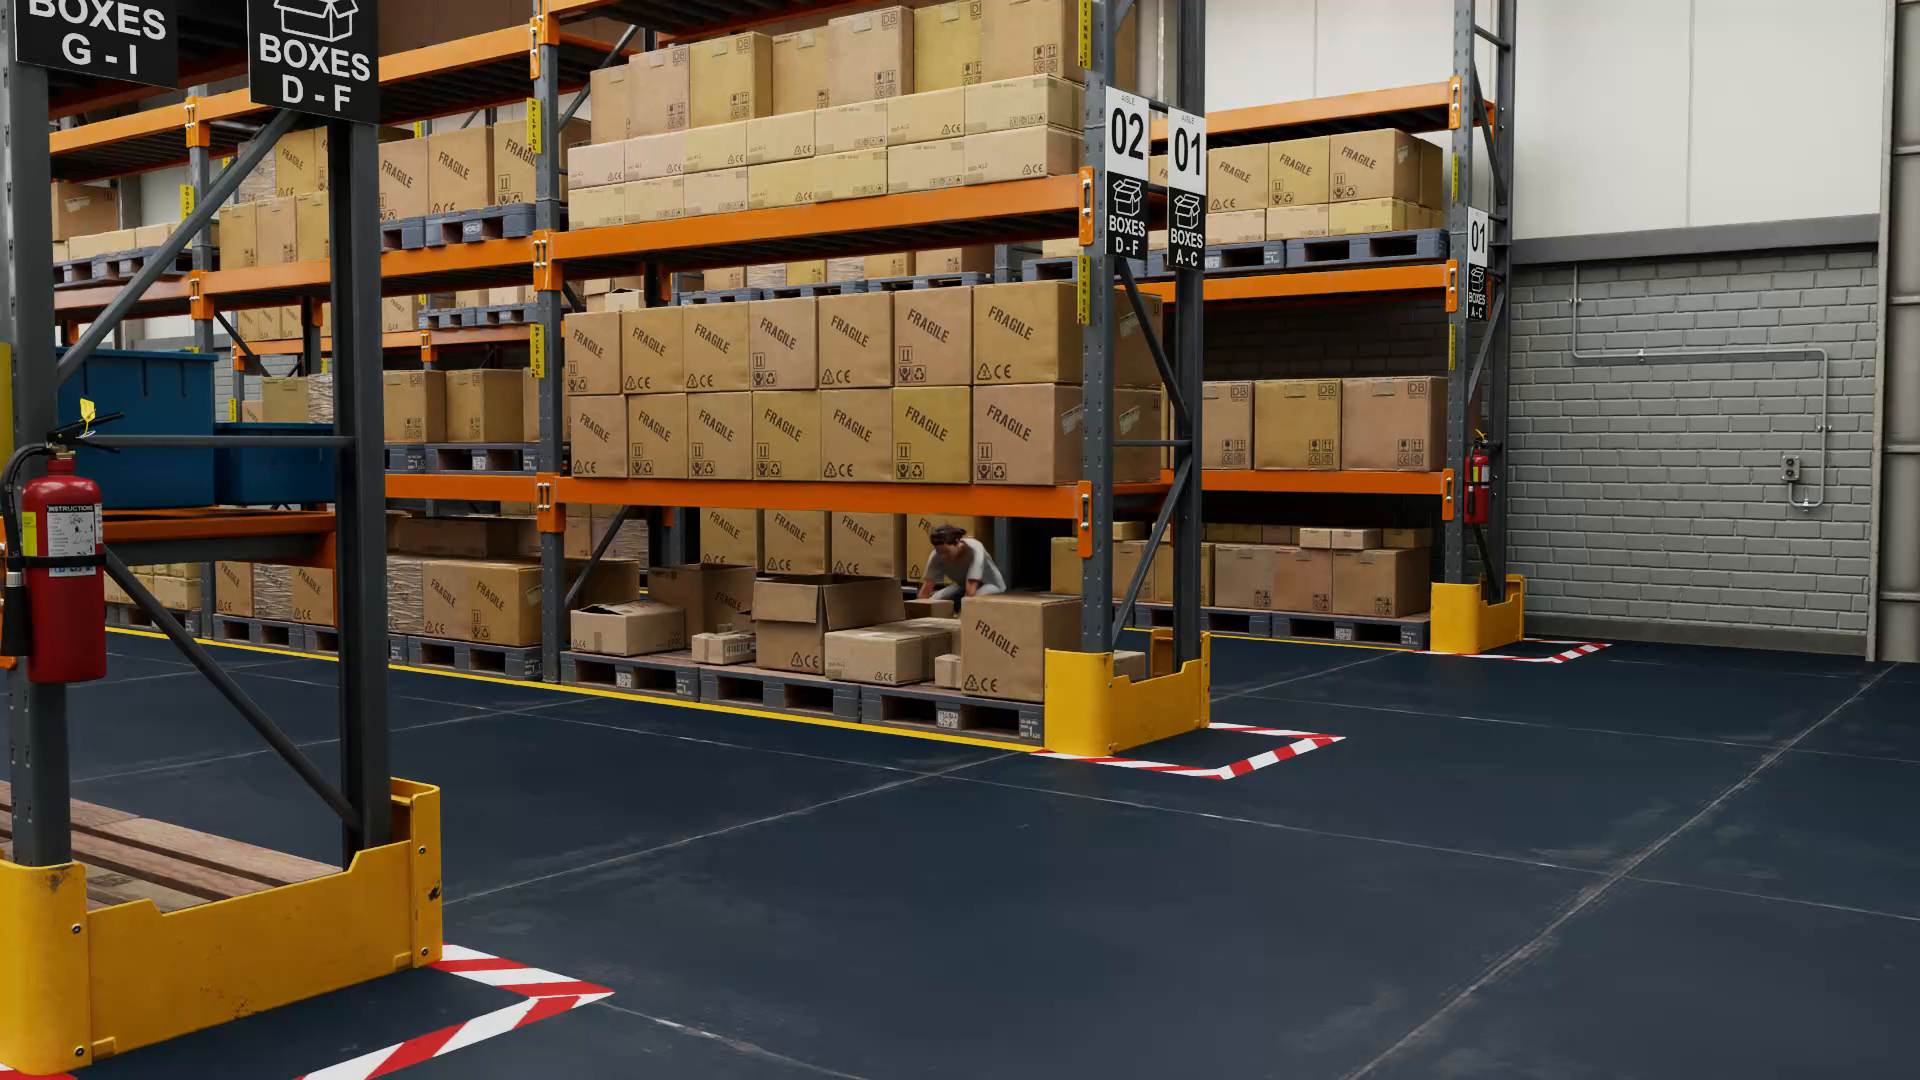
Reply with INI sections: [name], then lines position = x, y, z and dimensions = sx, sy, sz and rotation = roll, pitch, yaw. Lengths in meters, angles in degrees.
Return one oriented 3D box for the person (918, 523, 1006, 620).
[person]
position = 0.020, 0.360, 11.472
dimensions = 0.484, 0.977, 0.790
rotation = 2, 4, 36
